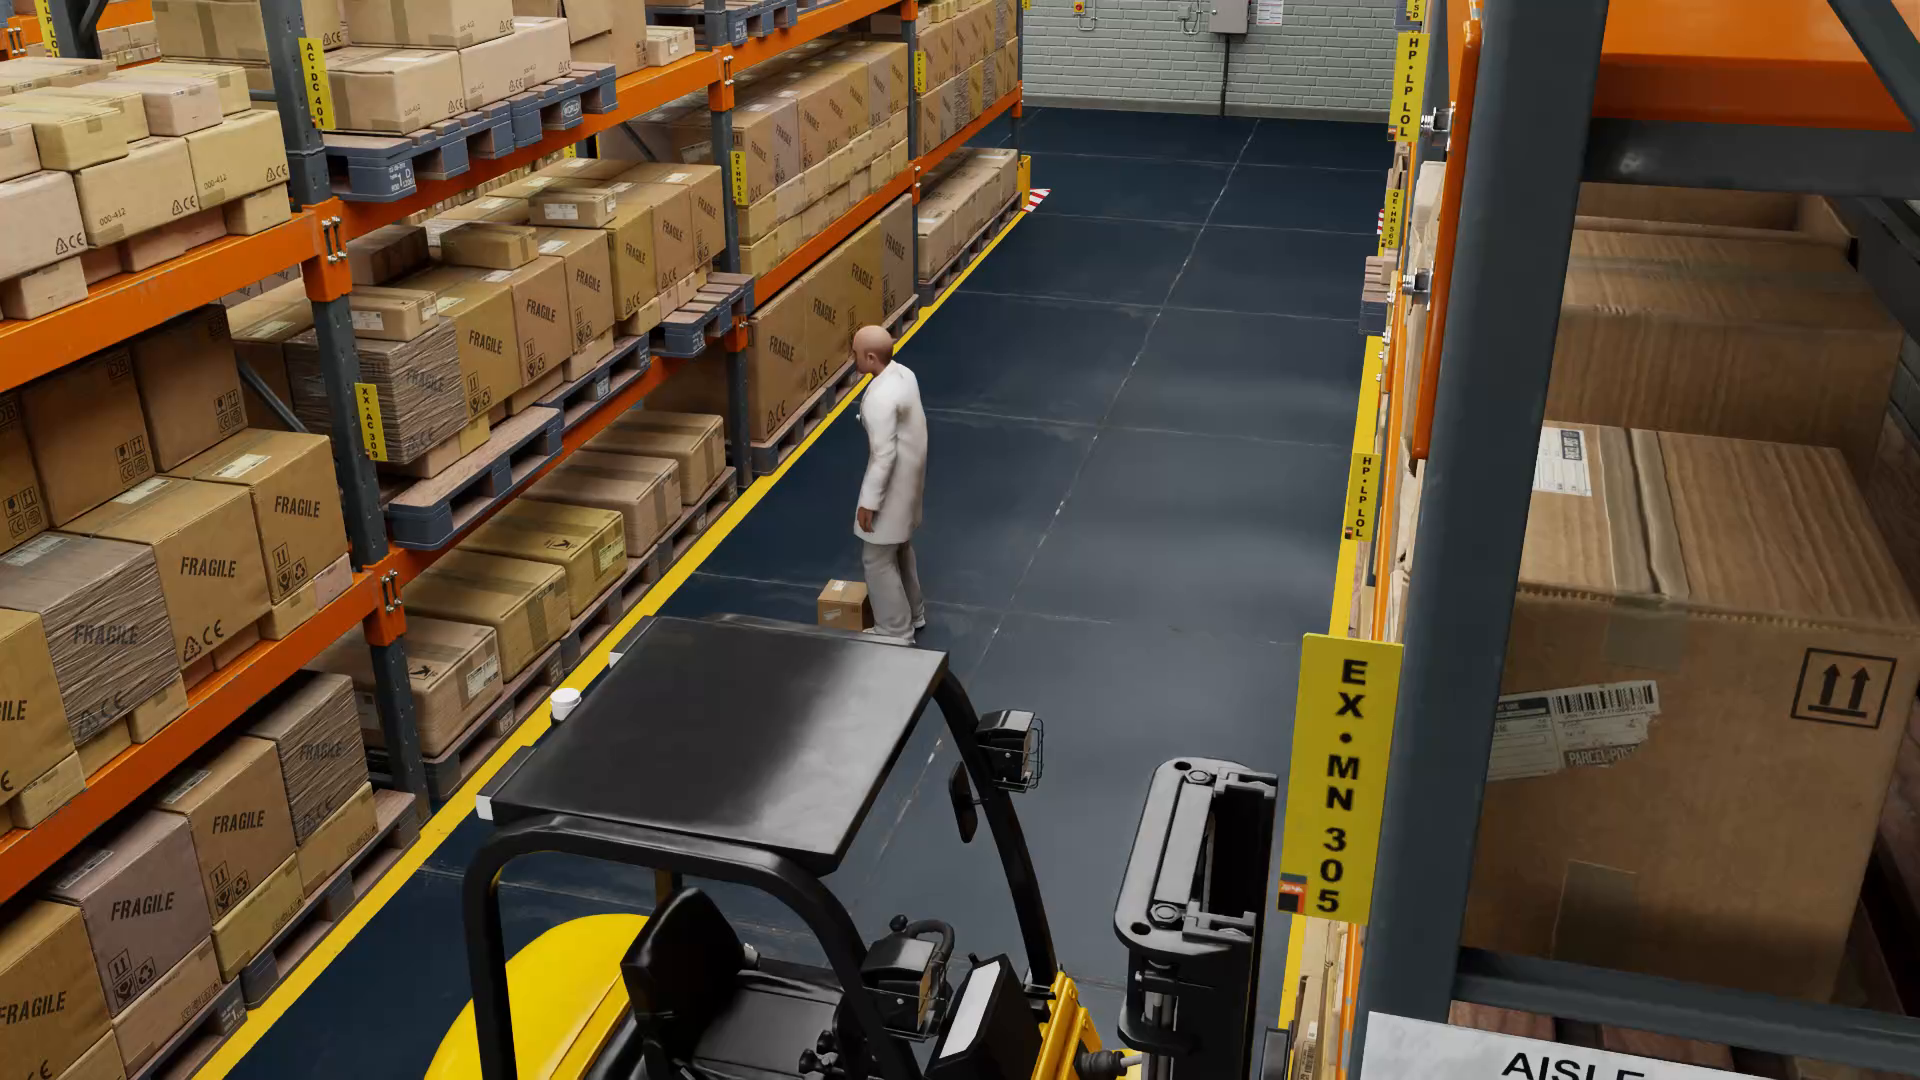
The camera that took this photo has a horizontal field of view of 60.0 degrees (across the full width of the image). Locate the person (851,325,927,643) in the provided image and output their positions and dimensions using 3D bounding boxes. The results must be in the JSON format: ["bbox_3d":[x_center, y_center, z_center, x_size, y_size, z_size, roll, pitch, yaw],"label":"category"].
[{"bbox_3d":[-0.382,-0.271,8.707,0.417,1.774,0.656,5,26,11],"label":"person"}]
